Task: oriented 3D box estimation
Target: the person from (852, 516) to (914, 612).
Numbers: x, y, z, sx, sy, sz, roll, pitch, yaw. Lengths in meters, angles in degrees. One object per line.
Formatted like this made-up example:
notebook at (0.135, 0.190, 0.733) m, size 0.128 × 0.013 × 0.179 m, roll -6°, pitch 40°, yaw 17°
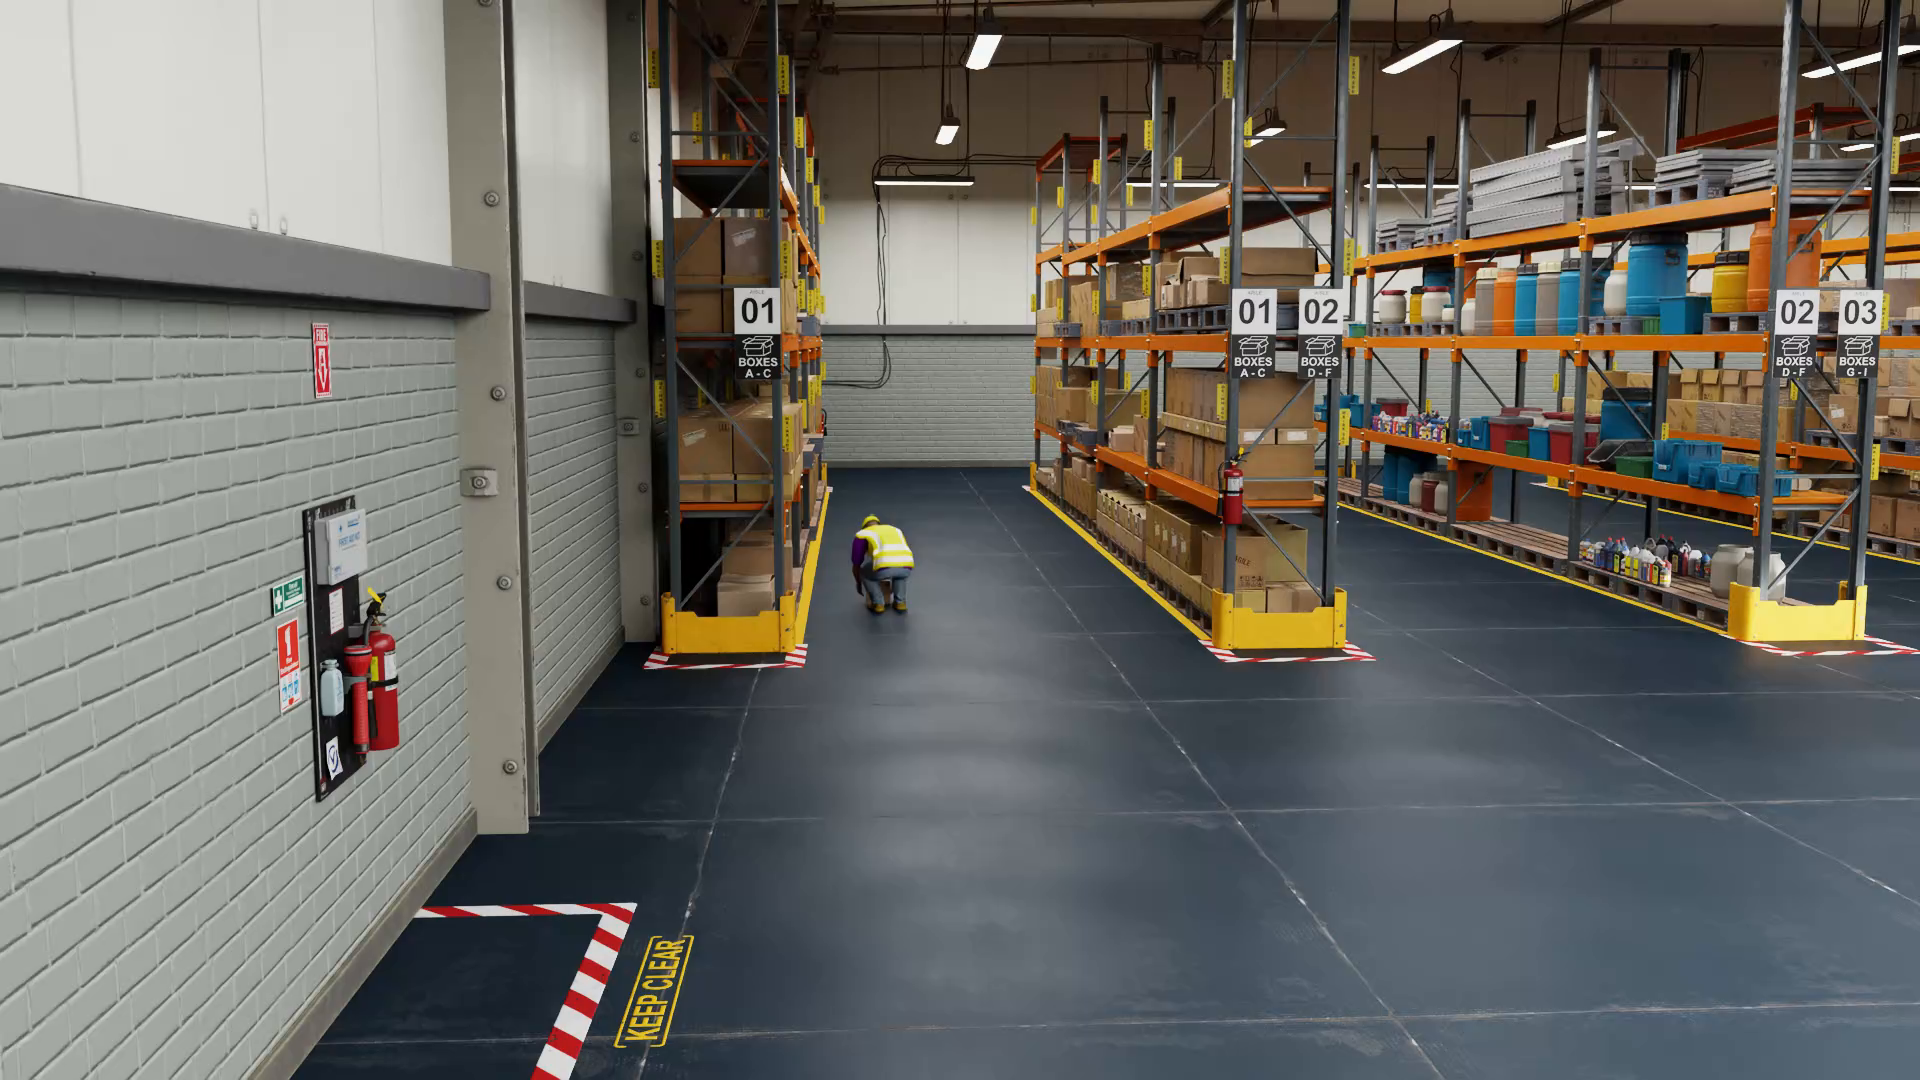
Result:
person at (-0.809, 0.244, 17.173) m, size 0.567 × 0.926 × 0.897 m, roll -2°, pitch 7°, yaw -17°
